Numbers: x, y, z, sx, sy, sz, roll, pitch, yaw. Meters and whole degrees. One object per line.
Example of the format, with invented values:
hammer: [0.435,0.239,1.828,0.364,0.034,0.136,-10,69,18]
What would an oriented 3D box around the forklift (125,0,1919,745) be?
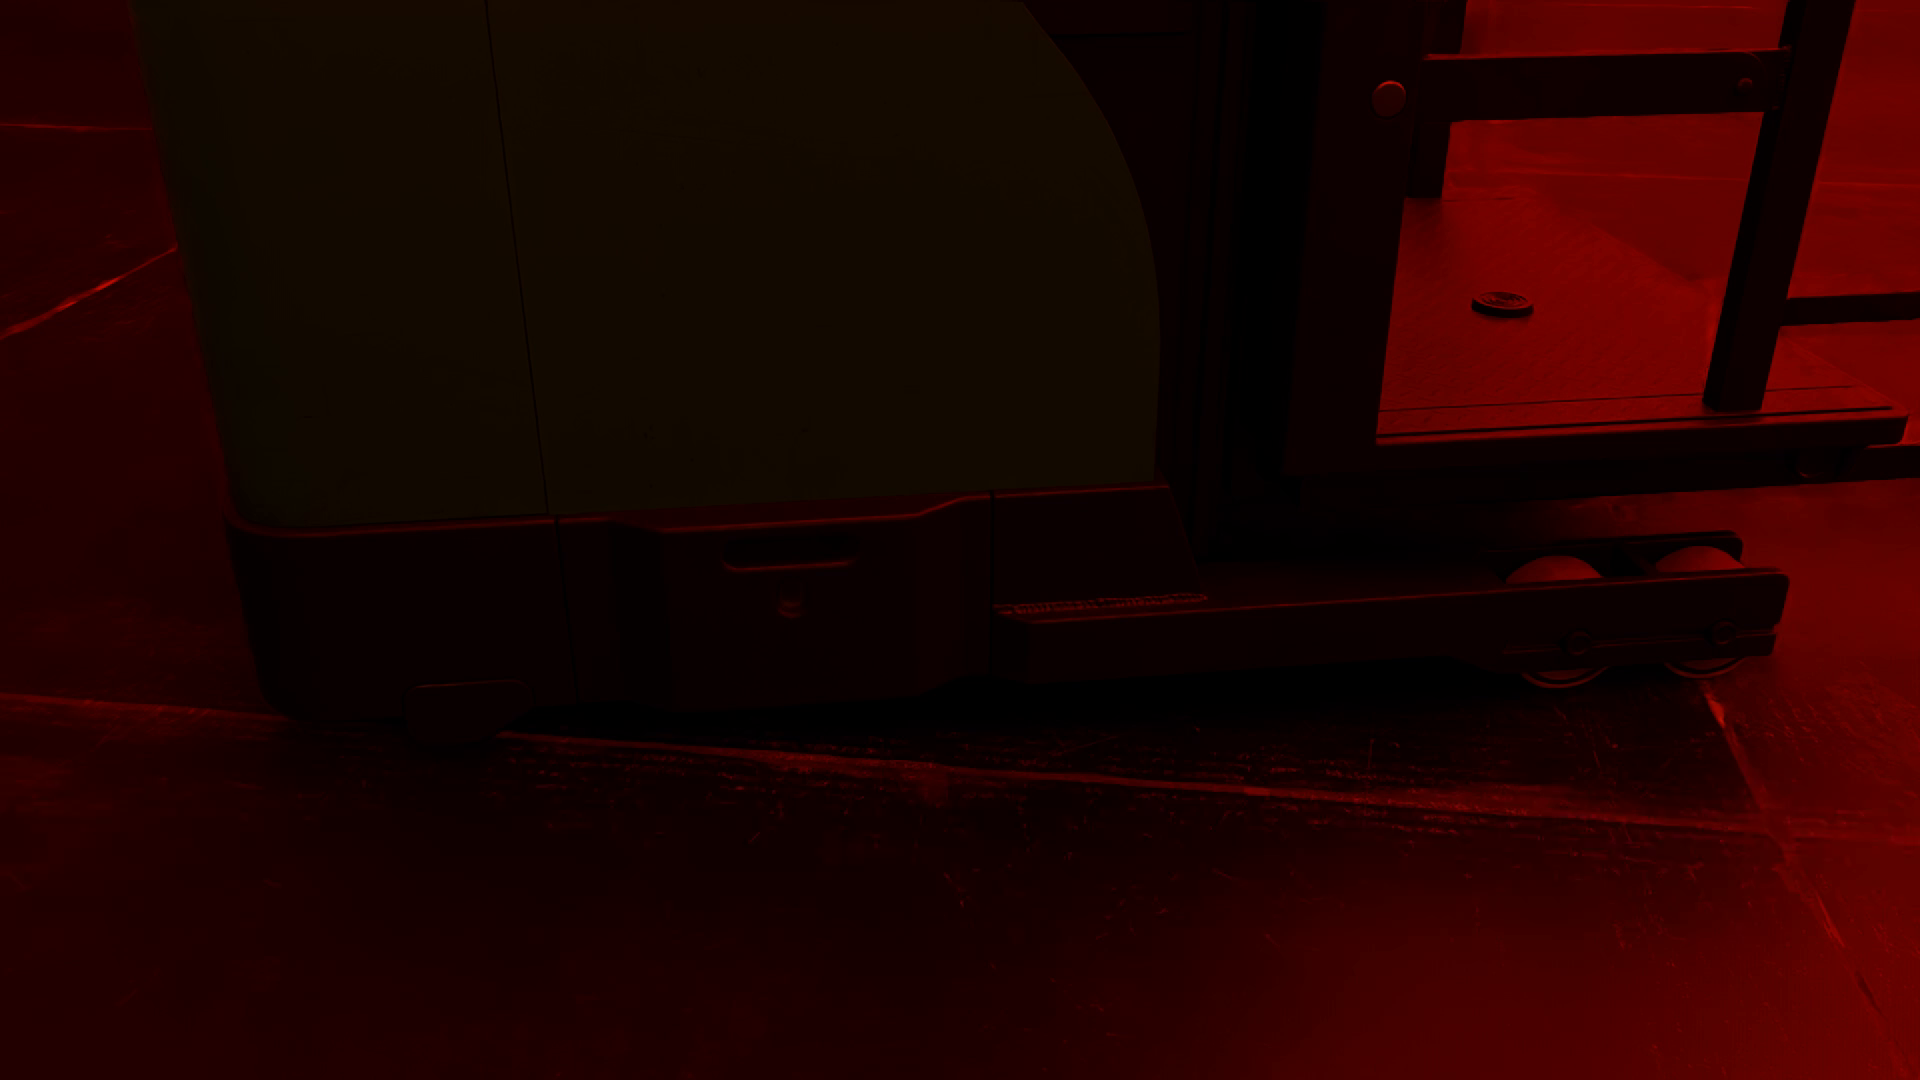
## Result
forklift: [0.607,-1.353,1.930,3.031,2.935,1.130,-3,27,-7]
